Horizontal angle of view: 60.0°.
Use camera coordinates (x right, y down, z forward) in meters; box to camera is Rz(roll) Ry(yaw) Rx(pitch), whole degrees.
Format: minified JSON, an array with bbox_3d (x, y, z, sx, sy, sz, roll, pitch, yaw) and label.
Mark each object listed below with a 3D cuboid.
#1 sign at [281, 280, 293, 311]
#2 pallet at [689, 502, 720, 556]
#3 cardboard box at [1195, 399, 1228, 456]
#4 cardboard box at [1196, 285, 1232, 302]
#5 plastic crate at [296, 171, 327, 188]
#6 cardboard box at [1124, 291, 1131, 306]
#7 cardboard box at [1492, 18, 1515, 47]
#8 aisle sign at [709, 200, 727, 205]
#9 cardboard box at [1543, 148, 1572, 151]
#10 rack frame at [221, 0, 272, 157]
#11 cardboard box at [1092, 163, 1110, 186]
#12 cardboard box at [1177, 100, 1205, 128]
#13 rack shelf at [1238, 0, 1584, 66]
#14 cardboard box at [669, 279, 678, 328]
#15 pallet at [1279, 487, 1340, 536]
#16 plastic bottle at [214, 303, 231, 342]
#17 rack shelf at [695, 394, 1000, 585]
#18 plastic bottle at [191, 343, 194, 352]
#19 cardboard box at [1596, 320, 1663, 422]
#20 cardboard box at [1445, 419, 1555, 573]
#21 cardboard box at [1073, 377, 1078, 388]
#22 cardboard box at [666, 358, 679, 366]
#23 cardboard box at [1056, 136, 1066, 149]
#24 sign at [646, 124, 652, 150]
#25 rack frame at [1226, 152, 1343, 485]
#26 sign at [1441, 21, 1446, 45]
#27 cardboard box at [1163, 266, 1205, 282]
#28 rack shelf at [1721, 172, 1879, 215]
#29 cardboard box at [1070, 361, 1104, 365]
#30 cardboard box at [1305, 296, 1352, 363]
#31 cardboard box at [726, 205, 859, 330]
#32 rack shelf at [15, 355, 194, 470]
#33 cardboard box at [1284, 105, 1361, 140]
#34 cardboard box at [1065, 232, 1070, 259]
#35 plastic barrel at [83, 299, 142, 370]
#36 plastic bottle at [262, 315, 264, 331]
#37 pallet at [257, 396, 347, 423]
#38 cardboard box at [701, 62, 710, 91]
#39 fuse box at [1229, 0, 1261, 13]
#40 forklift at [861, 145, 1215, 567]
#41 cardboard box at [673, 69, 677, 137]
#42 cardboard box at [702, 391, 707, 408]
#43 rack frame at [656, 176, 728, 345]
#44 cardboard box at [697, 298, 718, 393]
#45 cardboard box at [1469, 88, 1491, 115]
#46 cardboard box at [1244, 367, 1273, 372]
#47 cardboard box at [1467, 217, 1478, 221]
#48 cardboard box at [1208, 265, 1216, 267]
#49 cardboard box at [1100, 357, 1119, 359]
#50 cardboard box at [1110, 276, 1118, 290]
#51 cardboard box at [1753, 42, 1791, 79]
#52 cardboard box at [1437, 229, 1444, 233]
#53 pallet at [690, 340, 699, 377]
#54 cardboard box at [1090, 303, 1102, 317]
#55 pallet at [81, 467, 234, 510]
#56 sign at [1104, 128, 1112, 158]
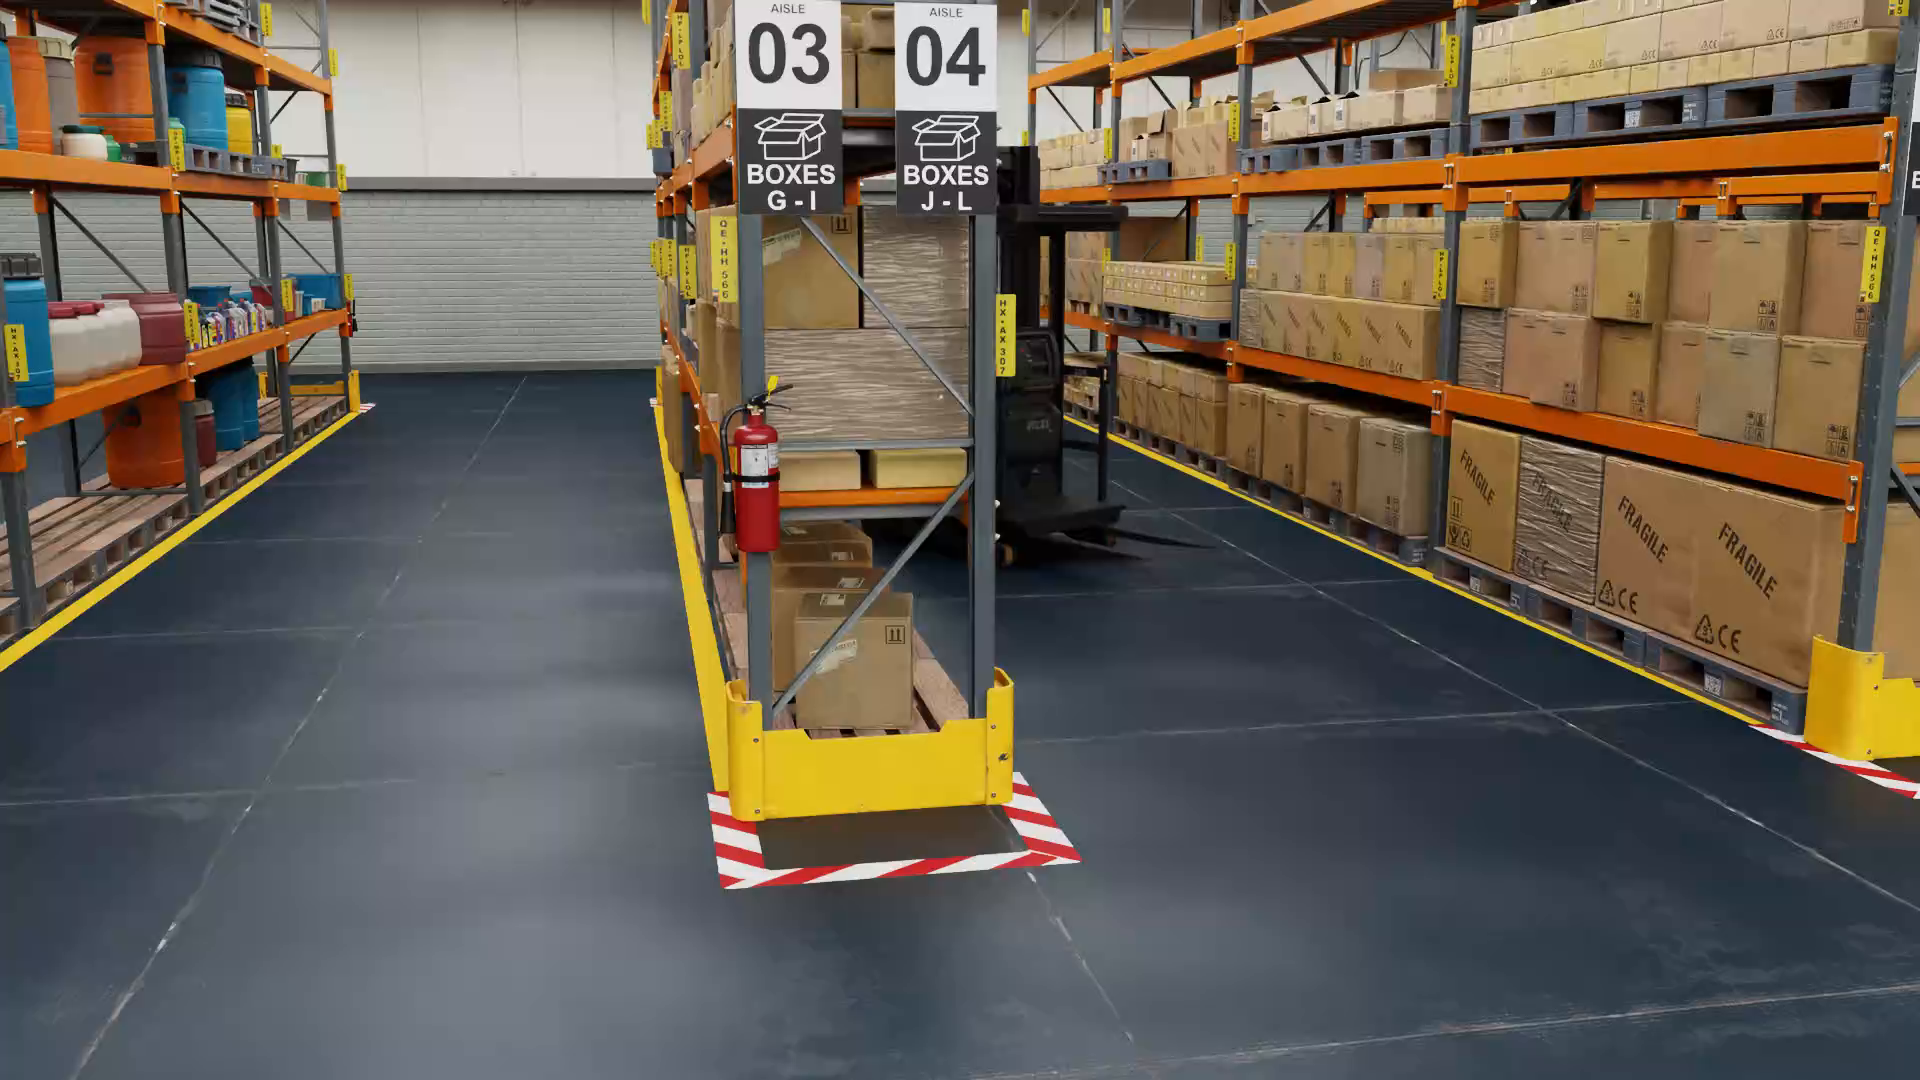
[{"bbox_3d":[-7.012,-2.550,17.329,0.100,0.325,0.005,-2,11,-11],"label":"sign"},{"bbox_3d":[-1.531,-0.104,12.678,1.003,0.211,1.213,-2,11,-11],"label":"pallet"},{"bbox_3d":[2.585,-1.092,15.972,0.500,0.500,0.500,-2,11,-11],"label":"cardboard box"},{"bbox_3d":[2.427,-2.305,15.539,0.380,0.149,0.250,-2,11,-10],"label":"cardboard box"},{"bbox_3d":[-7.858,-4.326,19.949,0.450,0.188,0.336,-2,11,-11],"label":"plastic crate"},{"bbox_3d":[1.969,-2.587,17.815,0.380,0.149,0.250,-2,11,-10],"label":"cardboard box"},{"bbox_3d":[3.536,-3.140,10.298,0.380,0.149,0.250,-2,11,-11],"label":"cardboard box"},{"bbox_3d":[-3.191,-4.609,21.936,0.394,0.787,0.004,-2,11,-11],"label":"aisle sign"},{"bbox_3d":[6.914,-4.491,18.858,0.500,0.500,0.500,-2,11,-12],"label":"cardboard box"},{"bbox_3d":[-7.552,-5.341,16.691,1.000,3.000,0.127,-2,11,-11],"label":"rack frame"},{"bbox_3d":[1.831,-4.216,19.203,0.500,0.250,0.500,-2,11,-10],"label":"cardboard box"},{"bbox_3d":[2.366,-4.201,16.408,0.396,0.266,0.258,-2,11,-11],"label":"cardboard box"},{"bbox_3d":[3.359,-4.033,12.810,1.077,0.370,4.000,-2,11,-11],"label":"rack shelf"},{"bbox_3d":[-2.750,-2.438,17.213,0.500,0.500,0.500,-2,11,-11],"label":"cardboard box"},{"bbox_3d":[3.283,-0.262,13.507,1.003,0.211,1.213,-2,11,-11],"label":"pallet"},{"bbox_3d":[-6.838,-2.011,15.371,0.144,0.351,0.185,-2,11,-11],"label":"plastic bottle"},{"bbox_3d":[-0.748,-0.387,8.629,1.077,0.370,4.000,-2,11,-11],"label":"rack shelf"},{"bbox_3d":[-6.555,-1.694,14.105,0.097,0.201,0.097,0,11,0],"label":"plastic bottle"},{"bbox_3d":[4.151,-0.978,9.412,0.875,0.550,0.500,-2,11,-11],"label":"cardboard box"},{"bbox_3d":[3.801,-0.313,10.879,0.875,0.875,0.875,-2,11,-10],"label":"cardboard box"},{"bbox_3d":[1.631,-1.977,20.768,0.380,0.149,0.250,-3,11,-14],"label":"cardboard box"},{"bbox_3d":[-2.195,-1.294,16.032,1.225,0.875,0.875,-2,11,-11],"label":"cardboard box"},{"bbox_3d":[1.425,-5.003,20.937,0.380,0.149,0.250,-2,11,-9],"label":"cardboard box"},{"bbox_3d":[-4.017,-5.230,21.582,0.100,0.325,0.005,-2,11,-11],"label":"sign"},{"bbox_3d":[2.970,-2.002,15.194,1.000,3.000,0.127,-2,11,-11],"label":"rack frame"},{"bbox_3d":[6.785,-7.130,23.380,0.100,0.325,0.005,-2,11,-11],"label":"sign"},{"bbox_3d":[2.230,-2.638,16.492,0.380,0.149,0.250,-2,11,-11],"label":"cardboard box"},{"bbox_3d":[8.194,-2.954,14.096,1.077,0.370,4.000,-2,11,-11],"label":"rack shelf"},{"bbox_3d":[1.600,-2.176,21.016,0.380,0.149,0.250,-2,11,-11],"label":"cardboard box"},{"bbox_3d":[3.086,-1.682,13.244,0.500,0.500,0.500,-2,11,-12],"label":"cardboard box"},{"bbox_3d":[-0.709,-1.151,6.987,0.500,0.500,0.500,-2,11,-11],"label":"cardboard box"},{"bbox_3d":[-6.385,-0.940,11.537,1.077,0.370,4.000,-2,11,-11],"label":"rack shelf"},{"bbox_3d":[2.992,-3.425,13.656,0.500,0.250,0.500,-2,11,-9],"label":"cardboard box"},{"bbox_3d":[1.527,-3.782,20.808,0.500,0.500,0.500,-2,11,-13],"label":"cardboard box"},{"bbox_3d":[-6.364,-1.534,12.436,0.421,0.512,0.421,0,11,0],"label":"plastic barrel"},{"bbox_3d":[-7.108,-2.216,16.846,0.097,0.201,0.097,0,11,0],"label":"plastic bottle"},{"bbox_3d":[-8.207,-1.605,20.565,1.003,0.211,1.213,-2,11,-11],"label":"pallet"},{"bbox_3d":[-1.170,-2.439,8.803,0.380,0.149,0.250,-2,11,-12],"label":"cardboard box"},{"bbox_3d":[4.887,-9.206,28.440,0.513,0.334,0.176,-2,11,-11],"label":"fuse box"},{"bbox_3d":[0.499,-1.352,11.961,1.130,2.935,3.031,-9,14,-39],"label":"forklift"},{"bbox_3d":[-1.981,-3.420,13.015,0.500,0.500,0.500,-2,11,-11],"label":"cardboard box"},{"bbox_3d":[-1.355,-0.887,10.004,0.380,0.149,0.250,-2,11,-11],"label":"cardboard box"},{"bbox_3d":[-3.471,-3.308,22.052,1.000,3.000,0.127,-2,11,-11],"label":"rack frame"},{"bbox_3d":[-1.048,-1.124,9.518,0.875,0.500,0.500,-2,11,-11],"label":"cardboard box"},{"bbox_3d":[3.485,-2.795,10.618,0.380,0.149,0.250,-2,11,-12],"label":"cardboard box"},{"bbox_3d":[2.974,-1.577,16.517,0.500,0.250,0.500,-2,11,-12],"label":"cardboard box"},{"bbox_3d":[6.605,-3.982,20.921,0.380,0.149,0.250,-2,11,-11],"label":"cardboard box"},{"bbox_3d":[2.768,-2.756,17.112,0.380,0.149,0.250,-2,11,-12],"label":"cardboard box"},{"bbox_3d":[2.028,-2.292,21.624,0.380,0.149,0.250,-2,11,-9],"label":"cardboard box"},{"bbox_3d":[1.869,-2.828,18.288,0.380,0.149,0.250,-2,11,-12],"label":"cardboard box"},{"bbox_3d":[4.030,-2.283,7.925,0.380,0.149,0.250,-2,11,-10],"label":"cardboard box"},{"bbox_3d":[6.466,-3.738,21.370,0.500,0.500,0.500,-2,11,-10],"label":"cardboard box"},{"bbox_3d":[-1.490,-1.385,12.462,1.003,0.211,1.213,-2,11,-11],"label":"pallet"},{"bbox_3d":[1.750,-2.700,19.530,0.380,0.149,0.250,-2,11,-13],"label":"cardboard box"},{"bbox_3d":[-6.968,-0.434,14.410,1.003,0.211,1.213,-2,11,-11],"label":"pallet"},{"bbox_3d":[1.661,-4.442,18.608,0.100,0.325,0.005,-2,11,-11],"label":"sign"}]
